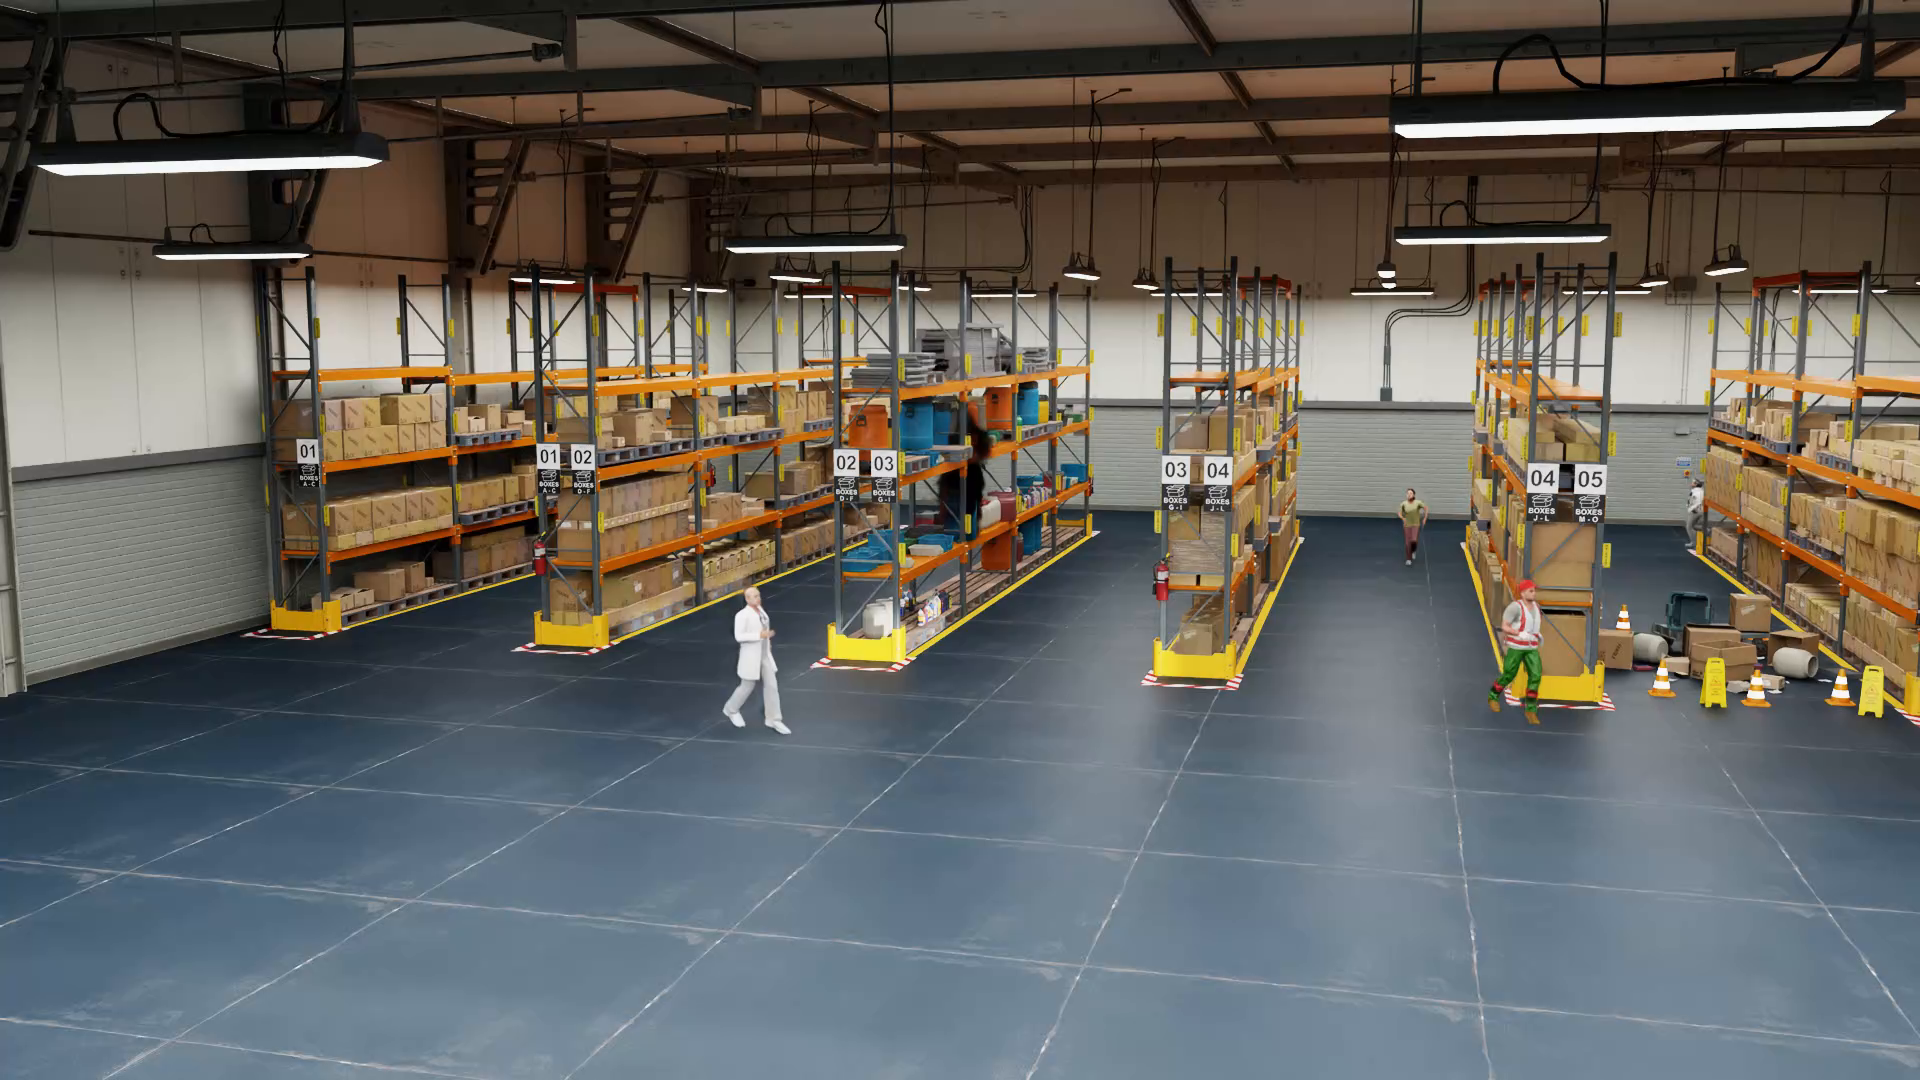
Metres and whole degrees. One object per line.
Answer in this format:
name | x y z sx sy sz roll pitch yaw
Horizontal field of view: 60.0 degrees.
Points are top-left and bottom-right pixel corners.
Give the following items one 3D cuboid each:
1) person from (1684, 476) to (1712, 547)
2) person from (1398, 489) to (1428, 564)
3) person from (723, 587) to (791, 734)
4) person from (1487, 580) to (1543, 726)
person | 16.979 -0.641 38.175 0.585 1.655 0.625 4 8 27
person | 9.601 -0.280 35.336 0.601 1.626 0.661 3 8 24
person | -2.554 1.482 20.642 0.981 1.804 0.698 5 9 35
person | 7.226 1.417 21.373 0.697 1.844 0.877 -3 8 -20
